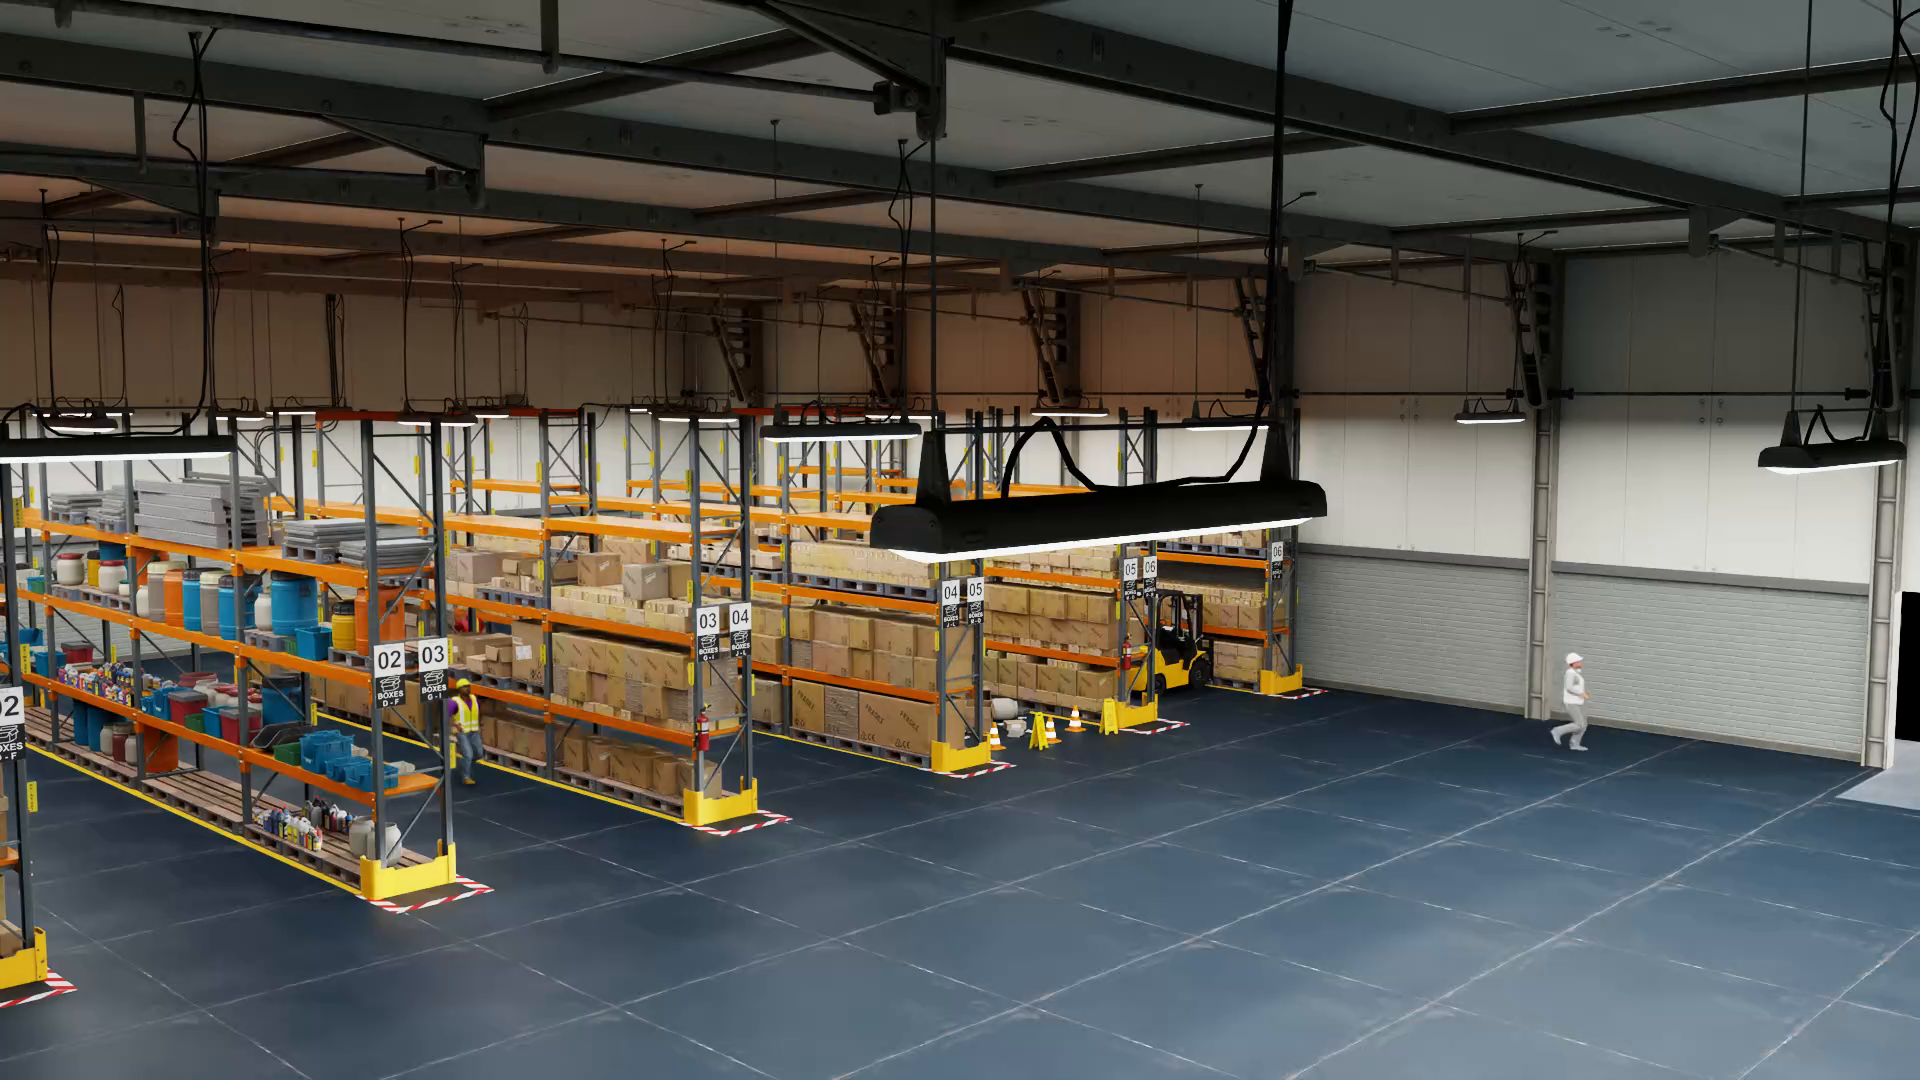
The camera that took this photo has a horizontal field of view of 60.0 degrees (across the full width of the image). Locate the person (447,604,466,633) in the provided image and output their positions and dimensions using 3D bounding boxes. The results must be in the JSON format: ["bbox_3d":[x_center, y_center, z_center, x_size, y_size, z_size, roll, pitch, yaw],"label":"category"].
[{"bbox_3d":[-12.190,1.875,40.735,0.583,1.691,0.935,2,5,22],"label":"person"}]

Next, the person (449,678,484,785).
[{"bbox_3d":[-7.988,3.092,26.891,0.605,1.718,0.696,5,7,42],"label":"person"}]

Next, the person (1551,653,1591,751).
[{"bbox_3d":[10.830,2.860,29.437,0.658,1.730,0.658,2,6,24],"label":"person"}]

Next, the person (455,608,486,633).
[{"bbox_3d":[-10.546,2.305,35.873,0.660,1.760,0.843,-4,6,-38],"label":"person"}]
